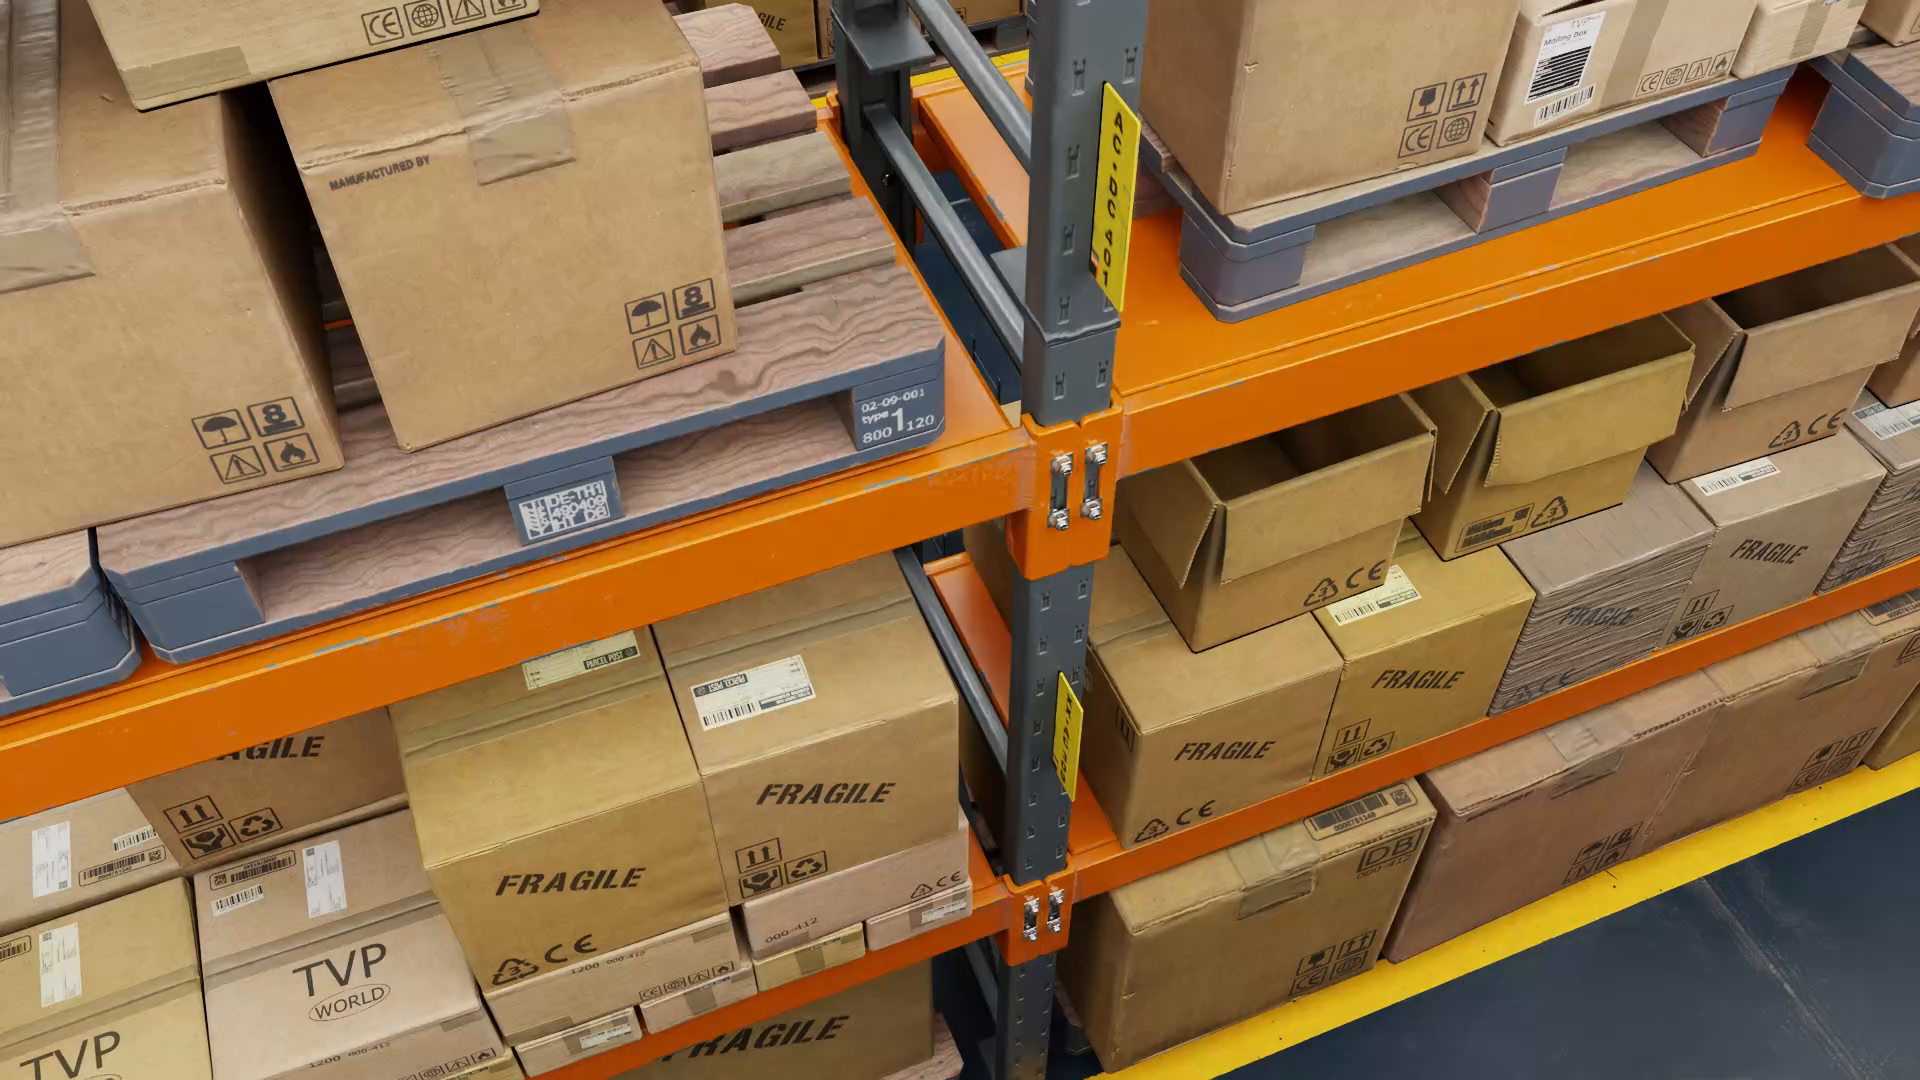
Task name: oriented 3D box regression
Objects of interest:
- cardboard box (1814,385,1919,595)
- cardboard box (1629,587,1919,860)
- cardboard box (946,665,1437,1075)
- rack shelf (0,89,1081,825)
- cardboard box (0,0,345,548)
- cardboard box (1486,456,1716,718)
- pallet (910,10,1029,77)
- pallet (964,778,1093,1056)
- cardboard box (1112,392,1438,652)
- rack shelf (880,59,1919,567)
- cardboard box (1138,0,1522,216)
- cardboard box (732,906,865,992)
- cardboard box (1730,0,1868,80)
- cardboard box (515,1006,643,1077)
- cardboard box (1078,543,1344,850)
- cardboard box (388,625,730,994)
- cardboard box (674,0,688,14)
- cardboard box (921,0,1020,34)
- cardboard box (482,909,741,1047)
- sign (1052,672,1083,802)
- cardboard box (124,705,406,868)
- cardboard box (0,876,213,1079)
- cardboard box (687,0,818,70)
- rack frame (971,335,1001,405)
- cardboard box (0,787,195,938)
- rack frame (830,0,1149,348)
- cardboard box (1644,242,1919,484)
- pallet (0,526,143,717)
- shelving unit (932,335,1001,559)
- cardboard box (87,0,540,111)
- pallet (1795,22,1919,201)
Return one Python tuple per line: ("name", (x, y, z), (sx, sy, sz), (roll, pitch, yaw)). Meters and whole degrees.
("cardboard box", (2.399, -0.260, 4.430), (0.500, 0.500, 0.500), (-19, 52, -15))
("cardboard box", (2.230, 0.156, 5.263), (0.875, 0.875, 1.225), (-17, 51, -14))
("cardboard box", (0.587, 0.672, 4.819), (0.875, 0.875, 1.225), (-17, 51, -14))
("rack shelf", (-1.850, 0.145, 2.645), (4.000, 0.370, 1.077), (-17, 52, -14))
("cardboard box", (-1.199, -0.447, 2.271), (0.500, 0.500, 0.700), (-15, 51, -12))
("cardboard box", (1.451, 0.037, 4.175), (0.500, 0.500, 0.500), (-18, 52, -15))
("pallet", (0.072, -2.867, 8.573), (1.213, 0.211, 1.003), (-17, 52, -14))
("pallet", (0.688, 0.948, 5.296), (1.213, 0.211, 1.003), (-17, 52, -14))
("cardboard box", (0.590, -0.234, 3.747), (0.637, 0.503, 0.797), (-18, 52, -15))
("rack shelf", (1.854, -1.002, 3.631), (4.000, 0.370, 1.077), (-17, 52, -14))
("cardboard box", (0.535, -1.006, 2.817), (0.500, 0.500, 0.700), (-16, 51, -13))
("cardboard box", (-0.395, 0.788, 3.762), (0.250, 0.149, 0.380), (-16, 51, -14))
("cardboard box", (1.437, -1.040, 3.077), (0.250, 0.149, 0.380), (-19, 52, -16))
("cardboard box", (-0.870, 0.935, 3.635), (0.250, 0.149, 0.380), (-16, 51, -14))
("cardboard box", (0.522, 0.325, 3.927), (0.500, 0.500, 0.500), (-17, 51, -14))
("cardboard box", (-0.788, 0.482, 3.267), (0.500, 0.500, 0.500), (-17, 51, -14))
("cardboard box", (-1.190, -2.910, 8.143), (0.500, 0.500, 0.500), (-18, 52, -15))
("cardboard box", (-0.026, -2.859, 8.099), (0.500, 0.500, 0.500), (-16, 51, -14))
("cardboard box", (-0.786, 0.727, 3.551), (0.500, 0.250, 0.500), (-16, 51, -13))
("sign", (0.213, 0.396, 3.310), (0.005, 0.325, 0.100), (-17, 52, -14))
("cardboard box", (-1.477, 0.268, 3.451), (0.500, 0.500, 0.500), (-19, 52, -15))
("cardboard box", (-1.728, 1.017, 3.302), (0.500, 0.250, 0.500), (-18, 52, -15))
("cardboard box", (-0.995, -2.546, 7.830), (0.500, 0.500, 0.500), (-15, 51, -13))
("rack frame", (0.087, -0.320, 5.932), (0.006, 0.900, 0.240), (-17, 52, -14))
("cardboard box", (-1.931, 0.645, 3.622), (0.500, 0.250, 0.500), (-17, 51, -14))
("rack frame", (0.002, -1.640, 1.727), (0.127, 3.000, 1.000), (-17, 52, -14))
("cardboard box", (1.799, -0.612, 4.071), (0.637, 0.503, 0.797), (-16, 51, -13))
("pallet", (-1.887, -0.060, 2.405), (1.213, 0.211, 1.003), (-17, 52, -14))
("shelving unit", (-0.008, -0.291, 5.907), (0.210, 0.900, 0.258), (-17, 52, -14))
("cardboard box", (-0.871, -0.844, 2.117), (0.500, 0.250, 0.500), (-20, 52, -17))
("pallet", (2.095, -1.204, 3.454), (1.213, 0.211, 1.003), (-15, 51, -13))
